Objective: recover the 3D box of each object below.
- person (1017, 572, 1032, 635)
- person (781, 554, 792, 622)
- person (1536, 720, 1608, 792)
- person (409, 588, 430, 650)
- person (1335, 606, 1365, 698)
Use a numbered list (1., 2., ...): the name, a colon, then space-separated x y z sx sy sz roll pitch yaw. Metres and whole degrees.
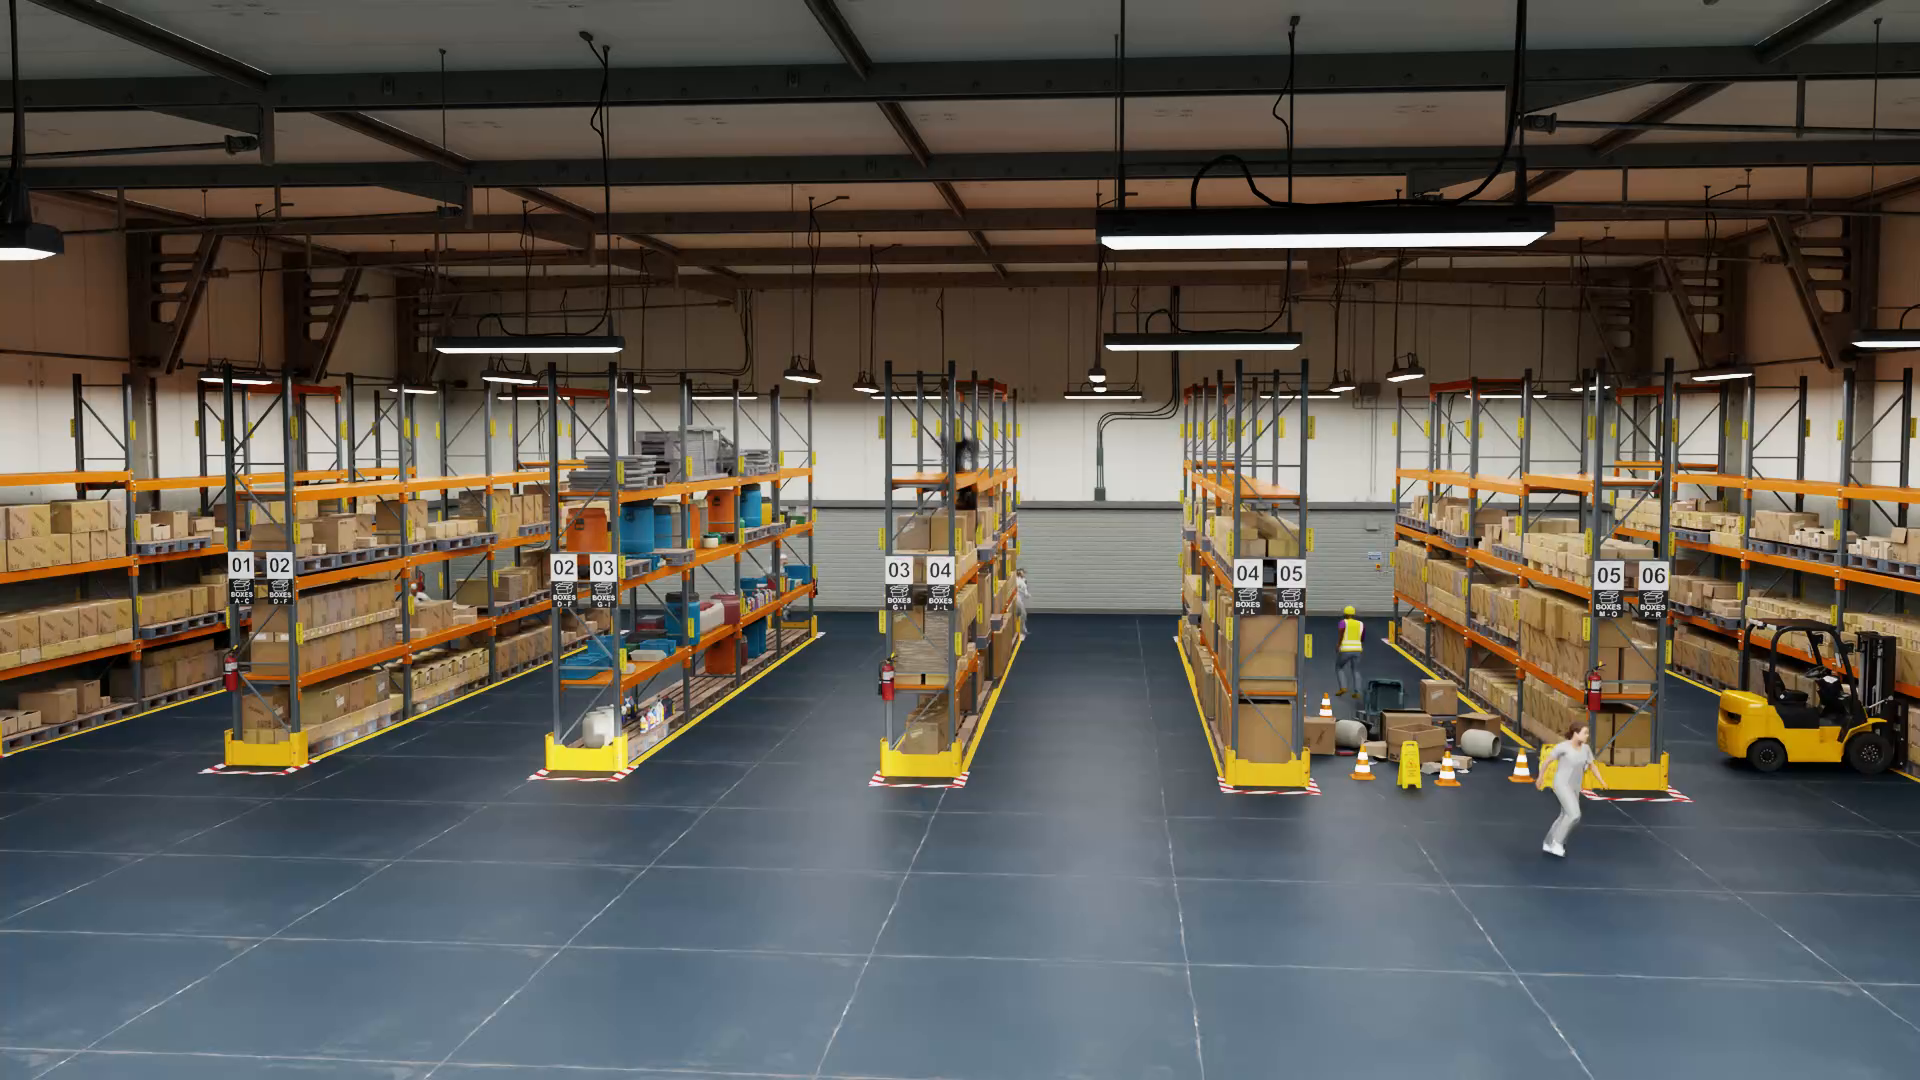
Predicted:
1. person: 1.371 1.507 40.971 0.824 1.652 0.581 1 4 19
2. person: -4.601 1.256 43.436 0.802 1.801 0.650 2 4 29
3. person: 7.168 2.528 19.370 0.546 0.863 0.707 -2 4 -26
4. person: -12.288 1.757 37.647 0.613 1.542 0.833 -1 4 -10
5. person: 7.292 2.101 31.069 0.640 1.707 0.945 0 4 -5
